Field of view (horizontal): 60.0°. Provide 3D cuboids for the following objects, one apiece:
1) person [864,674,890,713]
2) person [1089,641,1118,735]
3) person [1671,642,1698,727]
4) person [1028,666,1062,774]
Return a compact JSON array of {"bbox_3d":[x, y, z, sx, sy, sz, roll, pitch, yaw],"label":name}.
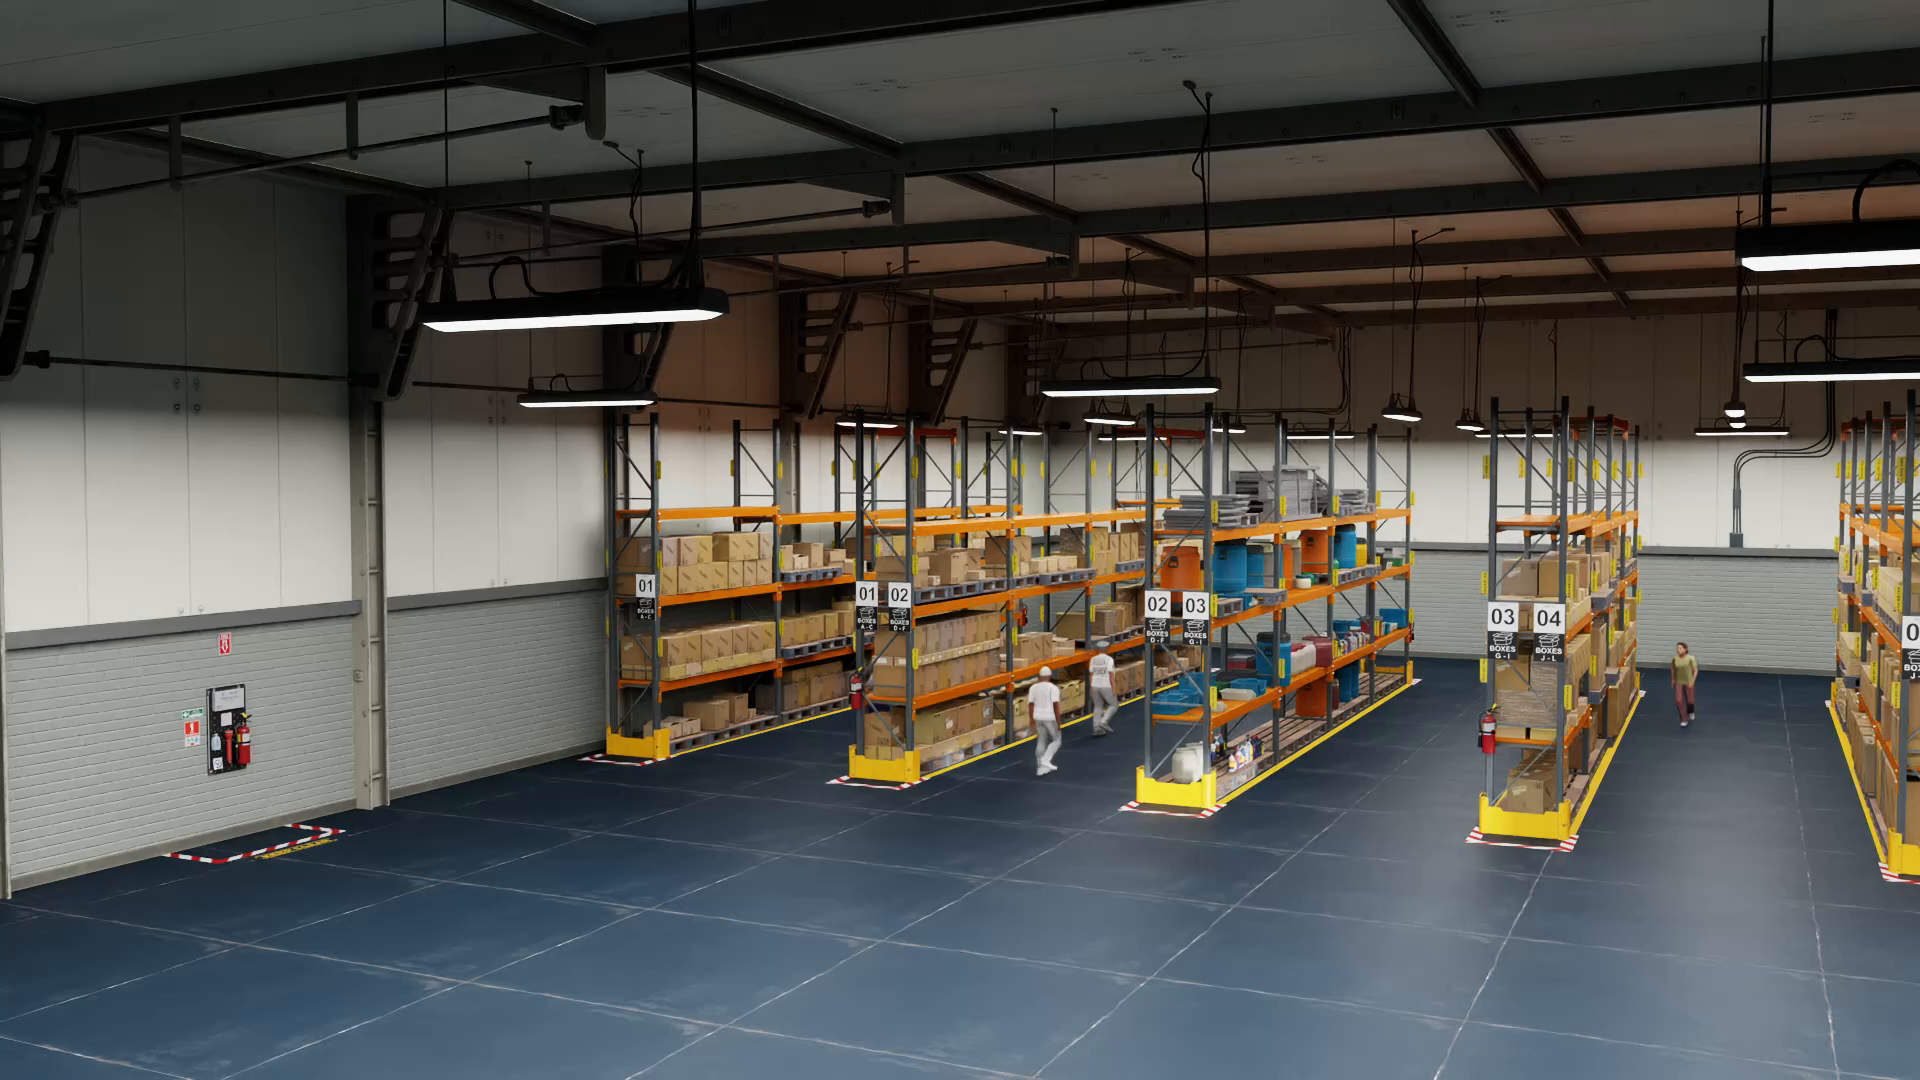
[{"bbox_3d":[-1.415,2.970,30.154,0.586,1.542,0.721,1,3,28],"label":"person"},{"bbox_3d":[2.692,2.792,31.410,0.578,1.754,0.478,2,3,41],"label":"person"},{"bbox_3d":[14.232,2.816,32.668,0.502,1.641,0.646,2,3,34],"label":"person"},{"bbox_3d":[1.393,2.965,27.364,0.613,1.754,0.489,2,3,37],"label":"person"}]
